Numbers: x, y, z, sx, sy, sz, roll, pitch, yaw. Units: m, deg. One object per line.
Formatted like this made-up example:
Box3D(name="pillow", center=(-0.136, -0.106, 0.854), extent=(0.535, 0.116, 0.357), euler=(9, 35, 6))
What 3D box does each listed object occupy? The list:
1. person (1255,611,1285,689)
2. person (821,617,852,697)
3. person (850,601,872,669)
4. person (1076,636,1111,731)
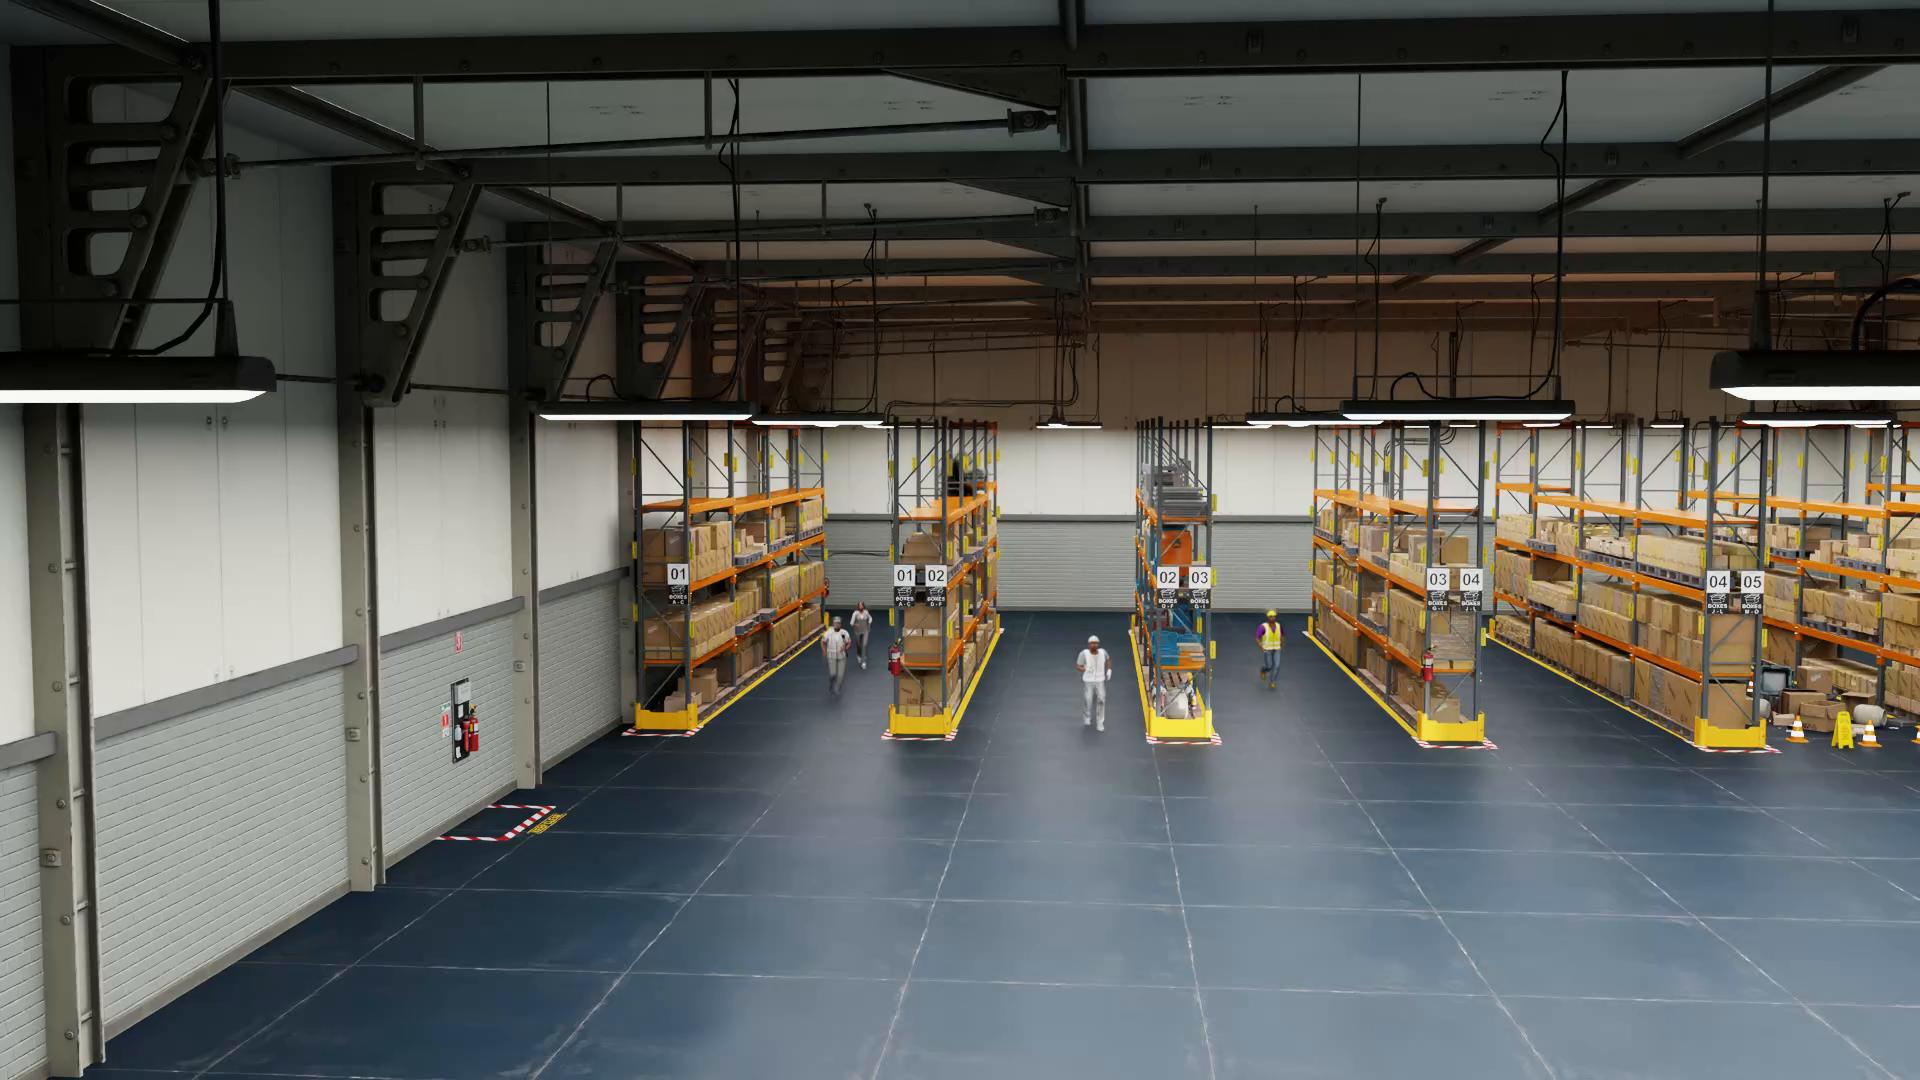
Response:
Box3D(name="person", center=(6.946, 2.442, 37.130), extent=(0.686, 1.730, 0.712), euler=(-1, 4, -9))
Box3D(name="person", center=(-2.645, 2.511, 35.722), extent=(0.651, 1.736, 0.602), euler=(-1, 4, -9))
Box3D(name="person", center=(-2.398, 2.281, 40.386), extent=(0.538, 1.605, 0.877), euler=(0, 4, -7))
Box3D(name="person", center=(2.578, 2.753, 31.940), extent=(0.707, 1.846, 0.751), euler=(0, 4, -5))
